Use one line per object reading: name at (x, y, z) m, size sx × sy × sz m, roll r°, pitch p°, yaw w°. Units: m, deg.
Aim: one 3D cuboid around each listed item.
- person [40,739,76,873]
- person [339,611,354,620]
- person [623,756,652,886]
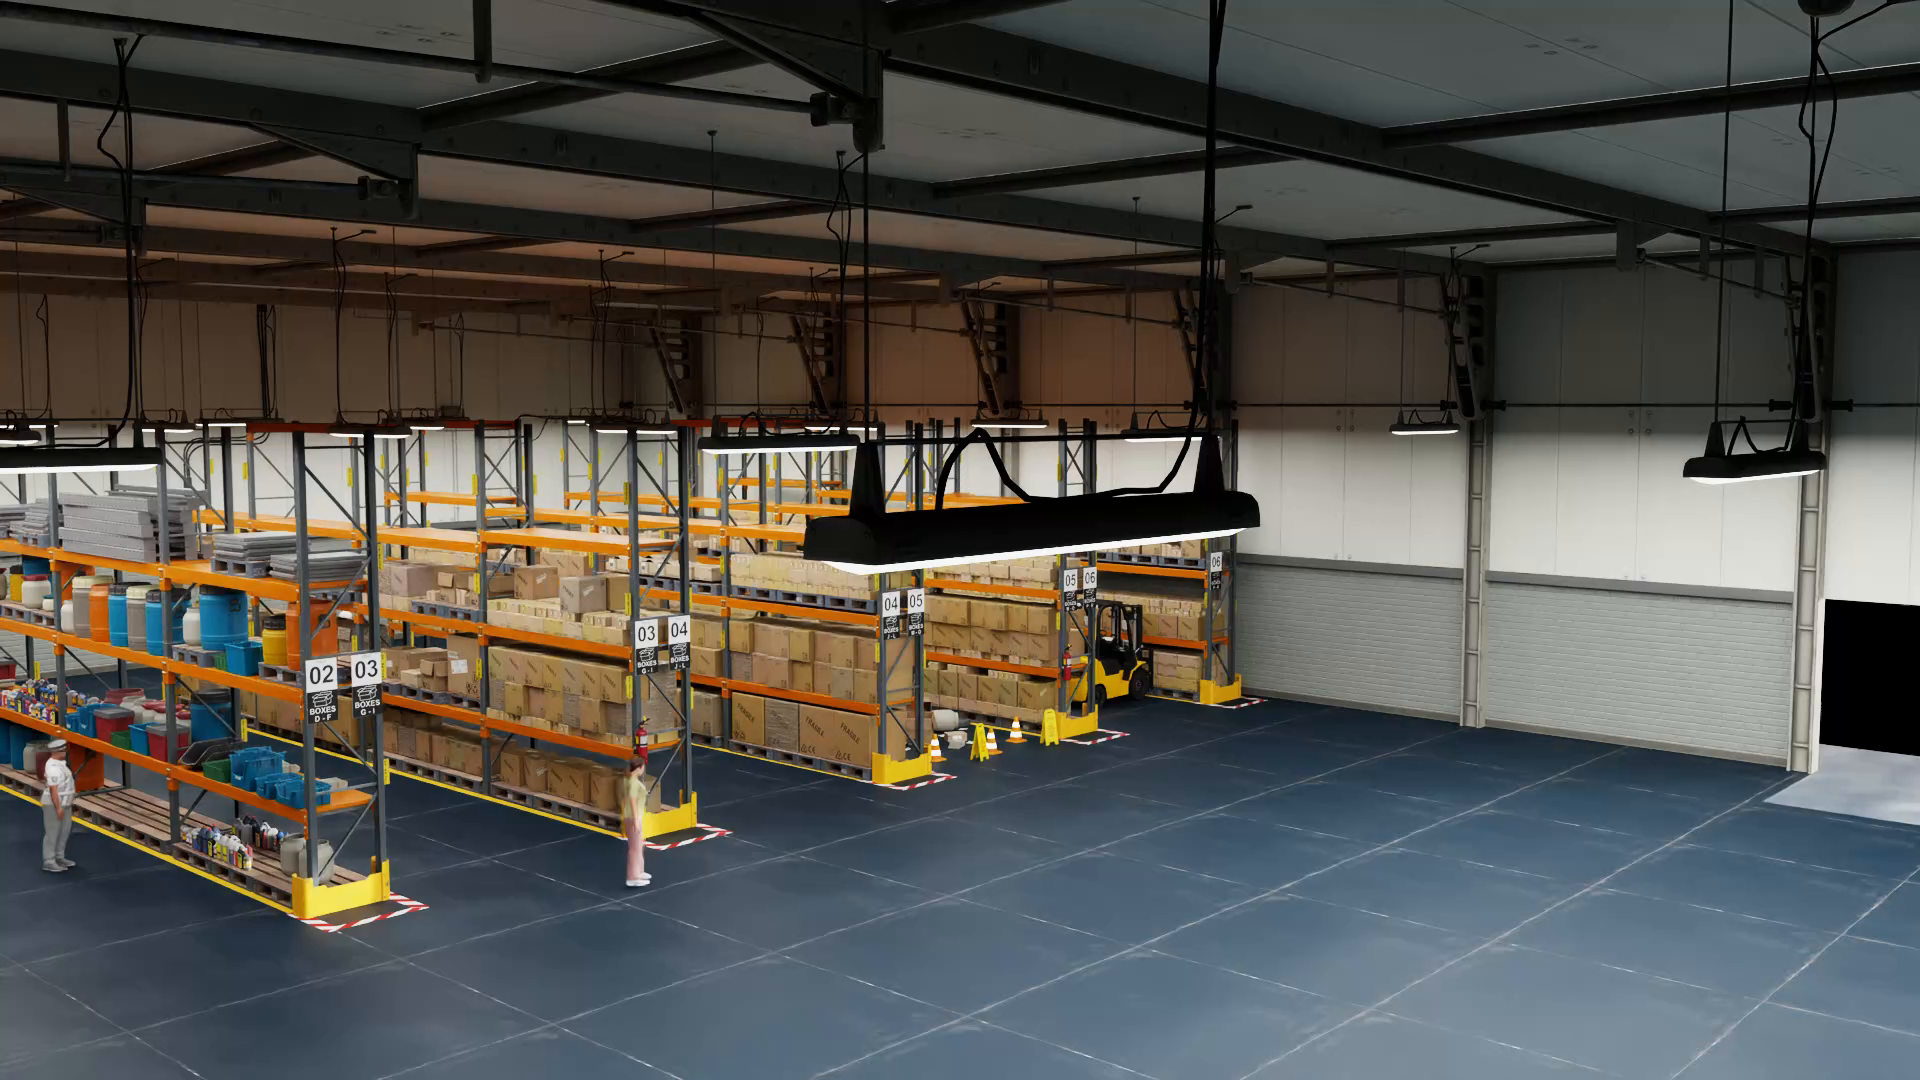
person at (-12.272, 3.599, 22.636) m, size 0.408 × 1.777 × 0.579 m, roll -1°, pitch 5°, yaw -8°
person at (-14.153, 2.276, 38.789) m, size 0.619 × 1.783 × 0.535 m, roll -4°, pitch 6°, yaw -44°
person at (-4.277, 3.701, 22.015) m, size 0.376 × 1.678 × 0.534 m, roll -1°, pitch 5°, yaw -16°
